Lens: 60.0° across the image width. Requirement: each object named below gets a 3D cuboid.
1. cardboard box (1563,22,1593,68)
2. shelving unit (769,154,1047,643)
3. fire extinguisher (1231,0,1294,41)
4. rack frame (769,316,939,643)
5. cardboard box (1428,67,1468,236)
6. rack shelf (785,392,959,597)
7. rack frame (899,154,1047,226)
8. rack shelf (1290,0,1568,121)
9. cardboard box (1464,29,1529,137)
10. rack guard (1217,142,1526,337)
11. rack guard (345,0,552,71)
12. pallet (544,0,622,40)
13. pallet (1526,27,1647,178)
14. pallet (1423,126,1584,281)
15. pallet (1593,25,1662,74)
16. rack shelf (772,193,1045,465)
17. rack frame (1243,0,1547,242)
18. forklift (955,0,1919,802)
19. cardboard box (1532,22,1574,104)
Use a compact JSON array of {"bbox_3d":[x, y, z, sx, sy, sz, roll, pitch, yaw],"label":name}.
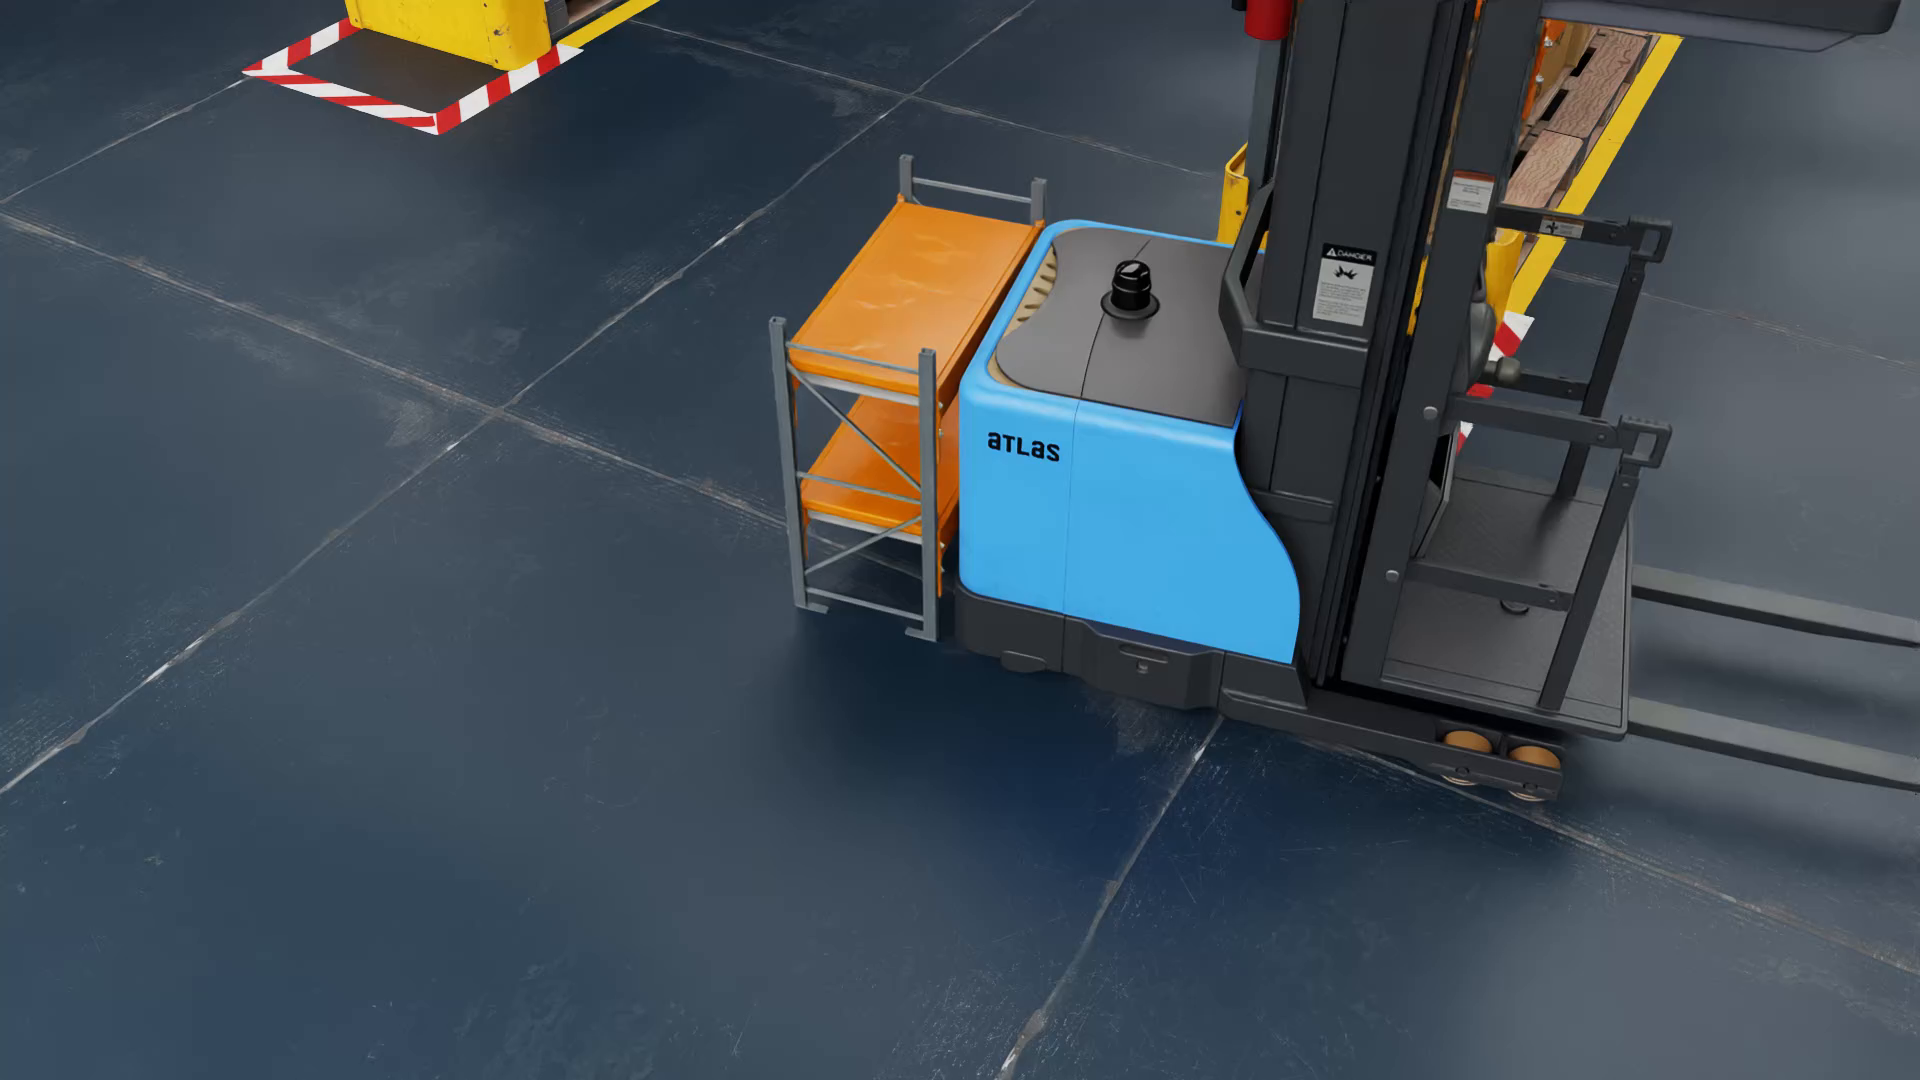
[{"bbox_3d":[2.843,-2.673,8.089,0.500,0.500,0.500,17,44,18],"label":"cardboard box"},{"bbox_3d":[-0.133,-0.472,5.435,0.538,1.125,1.048,13,43,15],"label":"shelving unit"},{"bbox_3d":[1.143,-2.150,5.980,0.296,0.674,0.183,21,45,22],"label":"fire extinguisher"},{"bbox_3d":[-0.307,-0.156,5.076,0.500,1.125,0.032,13,43,15],"label":"rack frame"},{"bbox_3d":[1.926,-1.663,6.942,0.500,0.500,0.500,30,49,29],"label":"cardboard box"},{"bbox_3d":[-0.133,-0.289,5.597,0.538,0.278,1.000,13,43,15],"label":"rack shelf"},{"bbox_3d":[0.040,-0.788,5.794,0.500,1.125,0.032,13,43,15],"label":"rack frame"},{"bbox_3d":[2.600,-2.966,7.393,1.077,0.370,4.000,21,45,22],"label":"rack shelf"},{"bbox_3d":[2.196,-2.016,7.344,0.500,0.500,0.500,-33,51,-32],"label":"cardboard box"},{"bbox_3d":[1.637,-1.197,6.731,1.175,0.500,0.348,21,45,22],"label":"rack guard"},{"bbox_3d":[-2.692,-2.851,8.609,1.175,0.500,0.348,21,45,22],"label":"rack guard"},{"bbox_3d":[-2.280,-3.205,9.230,1.003,0.211,1.213,21,45,22],"label":"pallet"},{"bbox_3d":[2.686,-2.237,8.131,1.003,0.211,1.213,21,45,22],"label":"pallet"},{"bbox_3d":[2.074,-1.542,7.341,1.003,0.211,1.213,21,45,22],"label":"pallet"},{"bbox_3d":[3.295,-2.938,8.926,1.003,0.211,1.213,21,45,22],"label":"pallet"},{"bbox_3d":[-0.133,-0.692,5.241,0.538,0.278,1.000,13,43,15],"label":"rack shelf"},{"bbox_3d":[1.599,-2.092,5.856,1.000,3.000,0.127,21,45,22],"label":"rack frame"},{"bbox_3d":[1.559,-0.731,4.362,3.031,2.935,1.130,12,43,13],"label":"forklift"},{"bbox_3d":[2.525,-2.368,7.743,0.500,0.500,0.500,25,47,26],"label":"cardboard box"}]
